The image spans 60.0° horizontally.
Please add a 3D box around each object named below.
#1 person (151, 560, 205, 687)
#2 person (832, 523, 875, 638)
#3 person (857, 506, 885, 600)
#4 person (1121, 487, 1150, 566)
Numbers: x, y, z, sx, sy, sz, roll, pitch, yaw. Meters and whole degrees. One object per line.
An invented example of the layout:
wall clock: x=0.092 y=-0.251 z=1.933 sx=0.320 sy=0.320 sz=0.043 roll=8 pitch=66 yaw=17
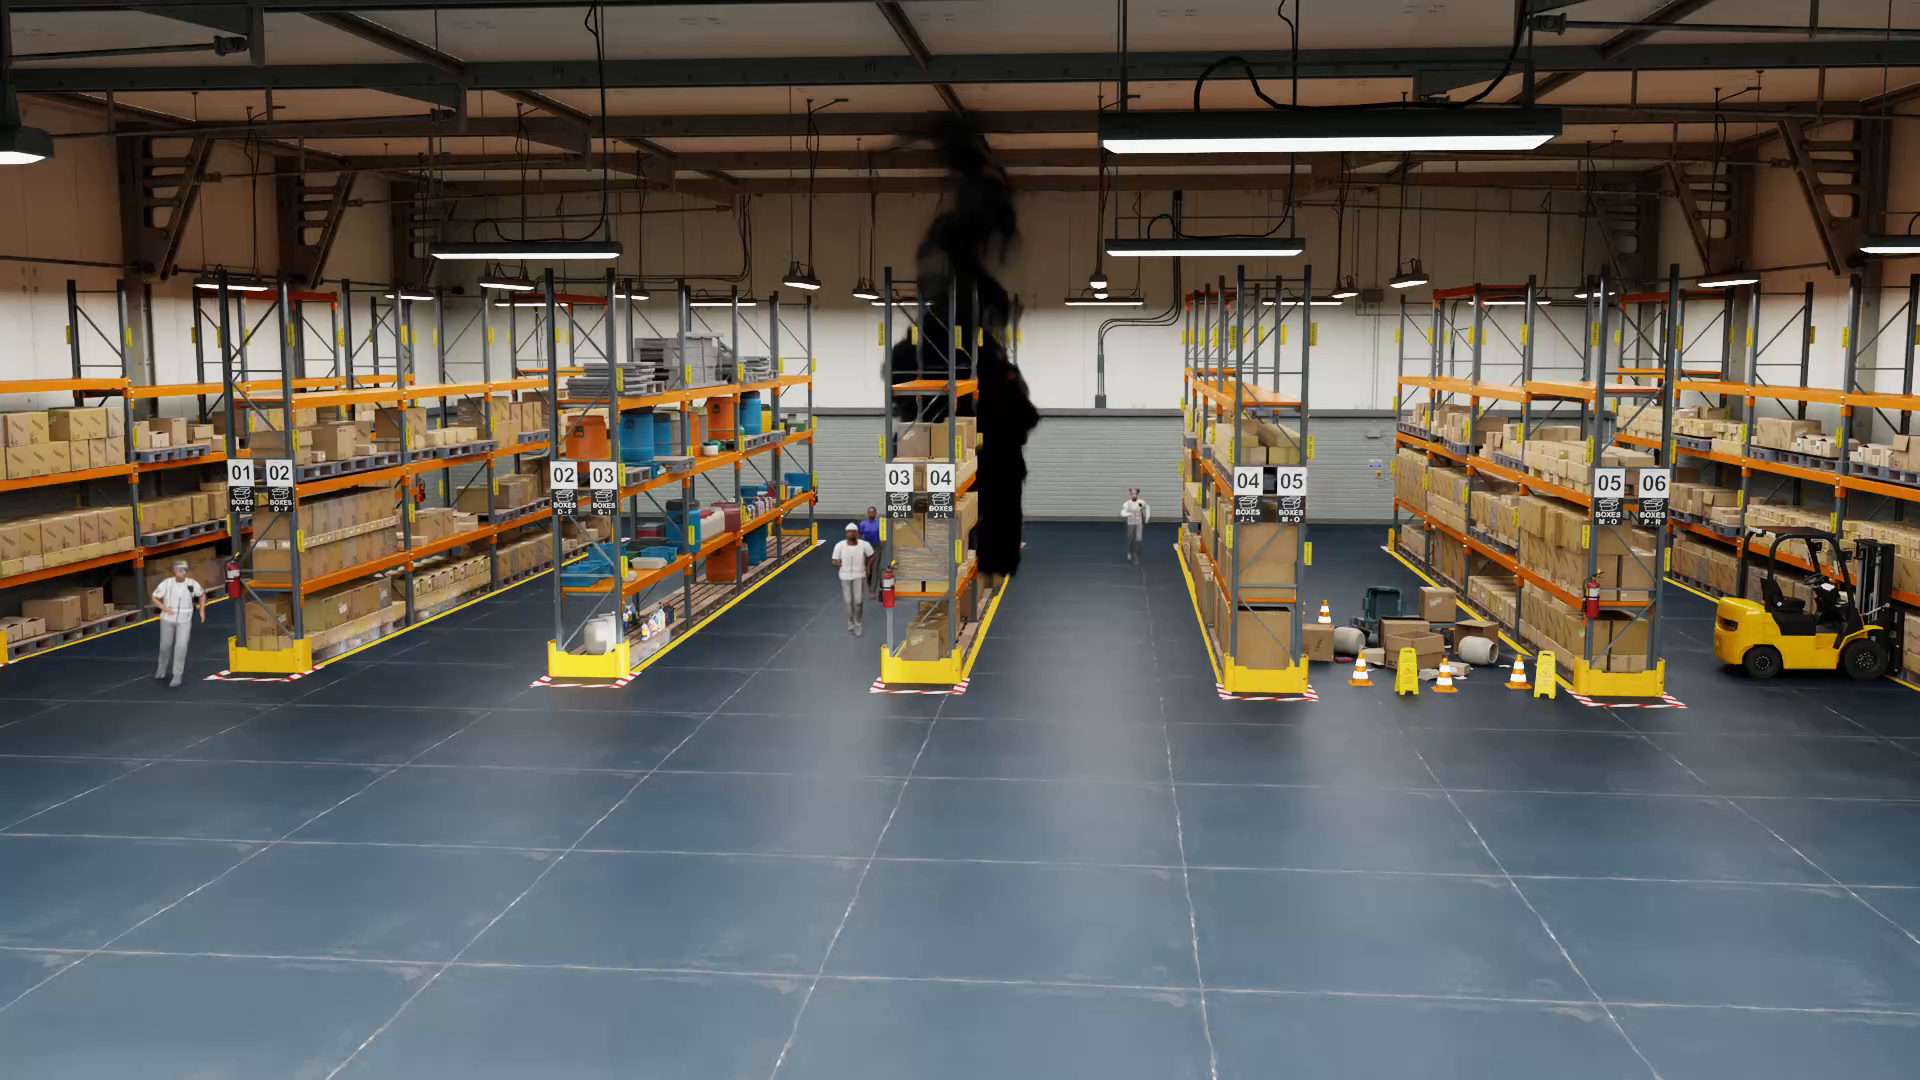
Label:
person: x=-11.387 y=1.185 z=24.277 sx=0.723 sy=1.790 sz=0.863 roll=-4 pitch=8 yaw=-27
person: x=-1.707 y=0.652 z=26.505 sx=0.677 sy=1.833 sz=0.651 roll=0 pitch=7 yaw=2
person: x=-1.600 y=0.217 z=30.401 sx=0.579 sy=1.671 sz=0.784 roll=0 pitch=7 yaw=-1
person: x=3.889 y=-0.308 z=36.890 sx=0.615 sy=1.734 sz=0.873 roll=1 pitch=7 yaw=7
